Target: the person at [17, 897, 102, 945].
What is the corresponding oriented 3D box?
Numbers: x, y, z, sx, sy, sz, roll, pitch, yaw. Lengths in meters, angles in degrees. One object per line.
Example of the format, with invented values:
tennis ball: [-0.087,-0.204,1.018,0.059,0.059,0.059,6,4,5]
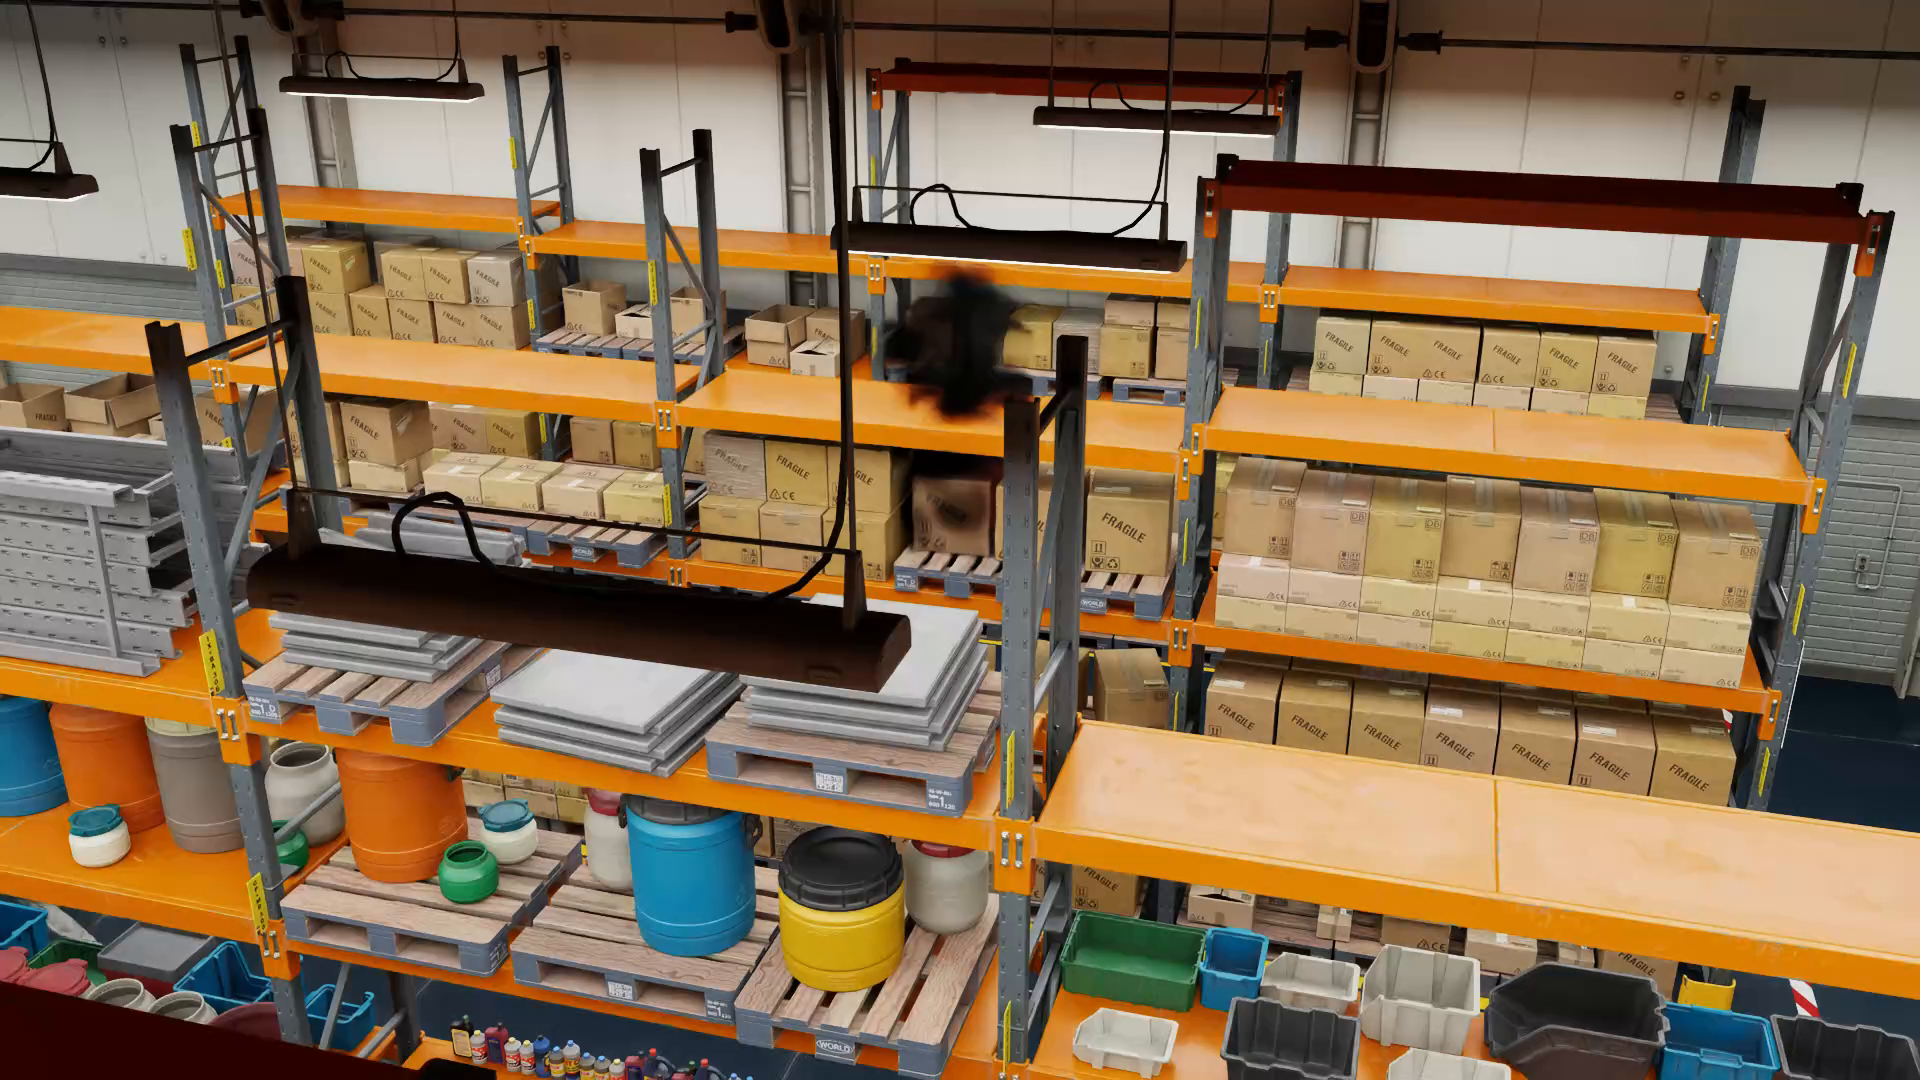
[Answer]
person: [-7.005,2.437,12.543,0.988,1.798,0.679,6,23,13]
